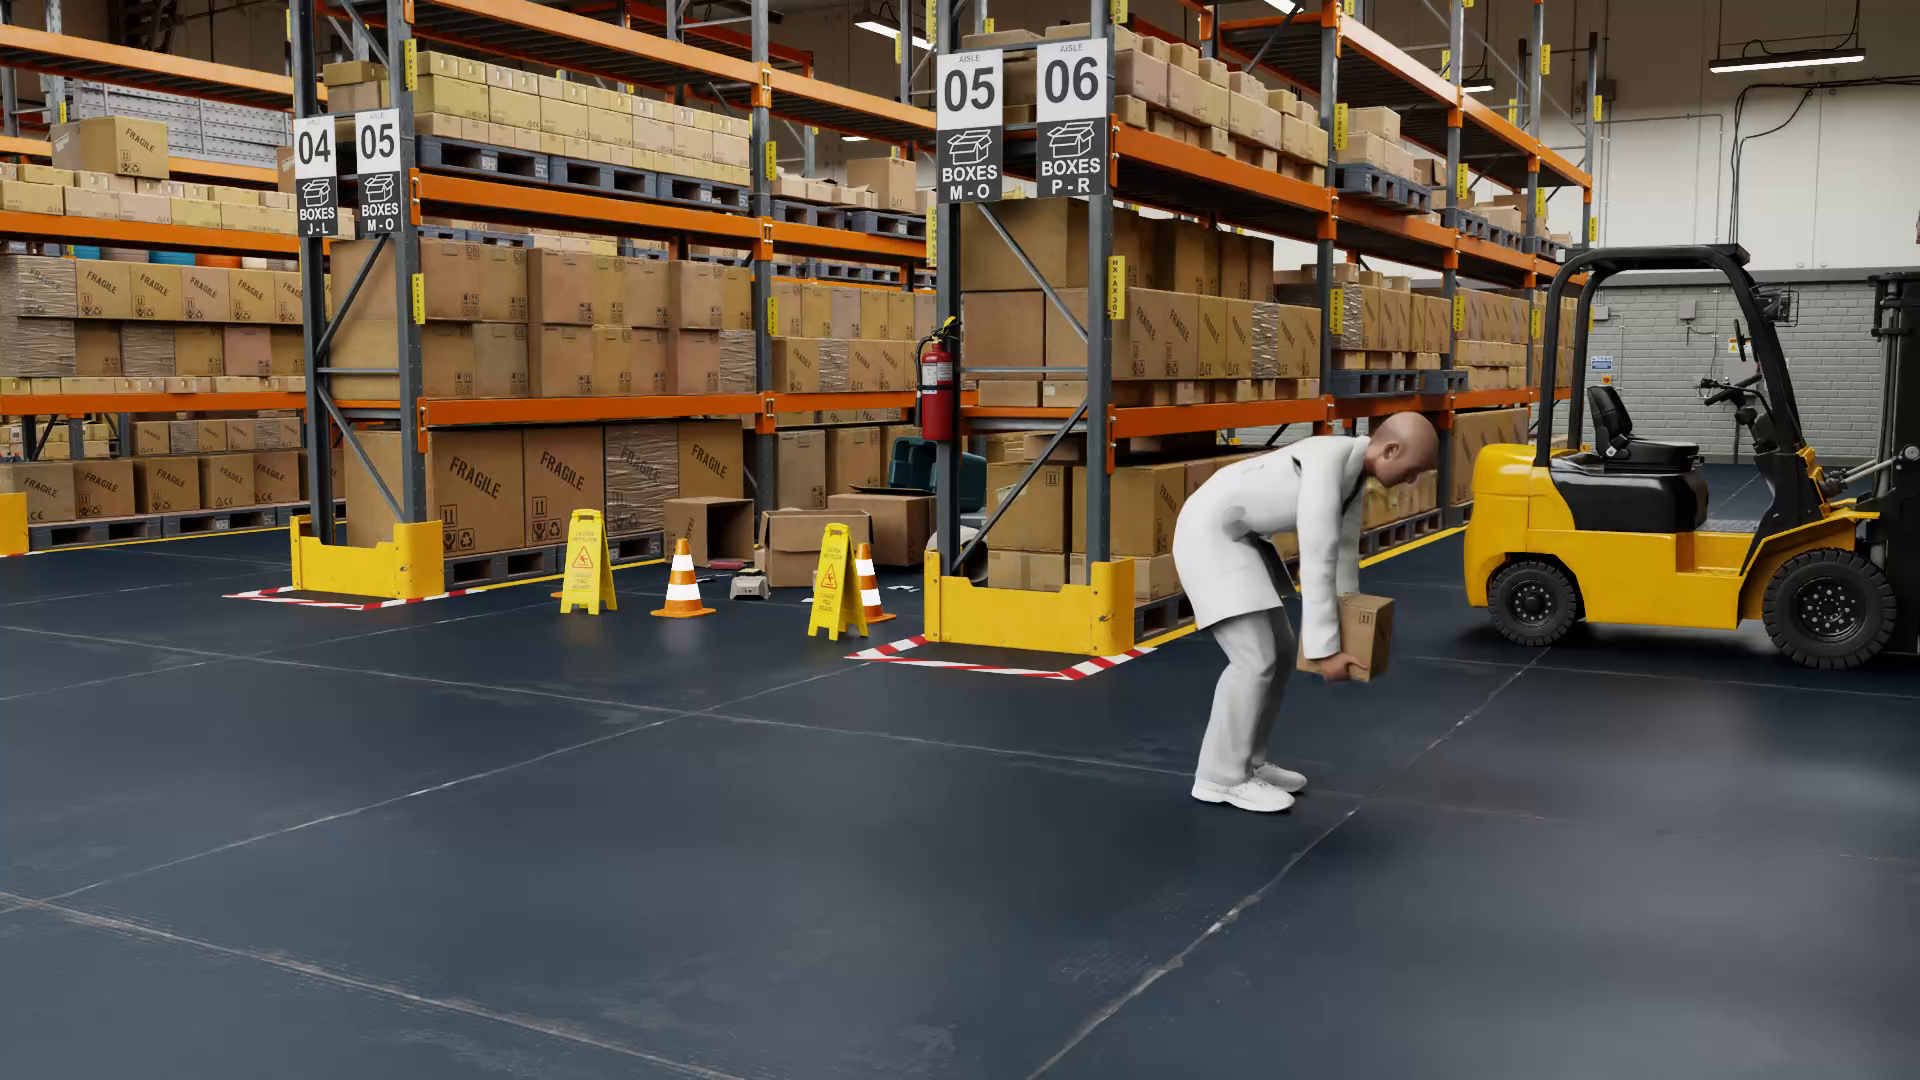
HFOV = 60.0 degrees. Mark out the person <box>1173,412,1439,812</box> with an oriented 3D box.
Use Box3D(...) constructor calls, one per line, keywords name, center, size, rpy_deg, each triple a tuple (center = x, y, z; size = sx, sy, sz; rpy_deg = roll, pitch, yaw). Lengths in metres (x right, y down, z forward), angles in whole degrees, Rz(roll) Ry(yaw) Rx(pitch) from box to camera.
Box3D(name="person", center=(1.177, 0.241, 5.736), size=(0.891, 1.370, 0.551), rpy_deg=(3, 7, 27))
